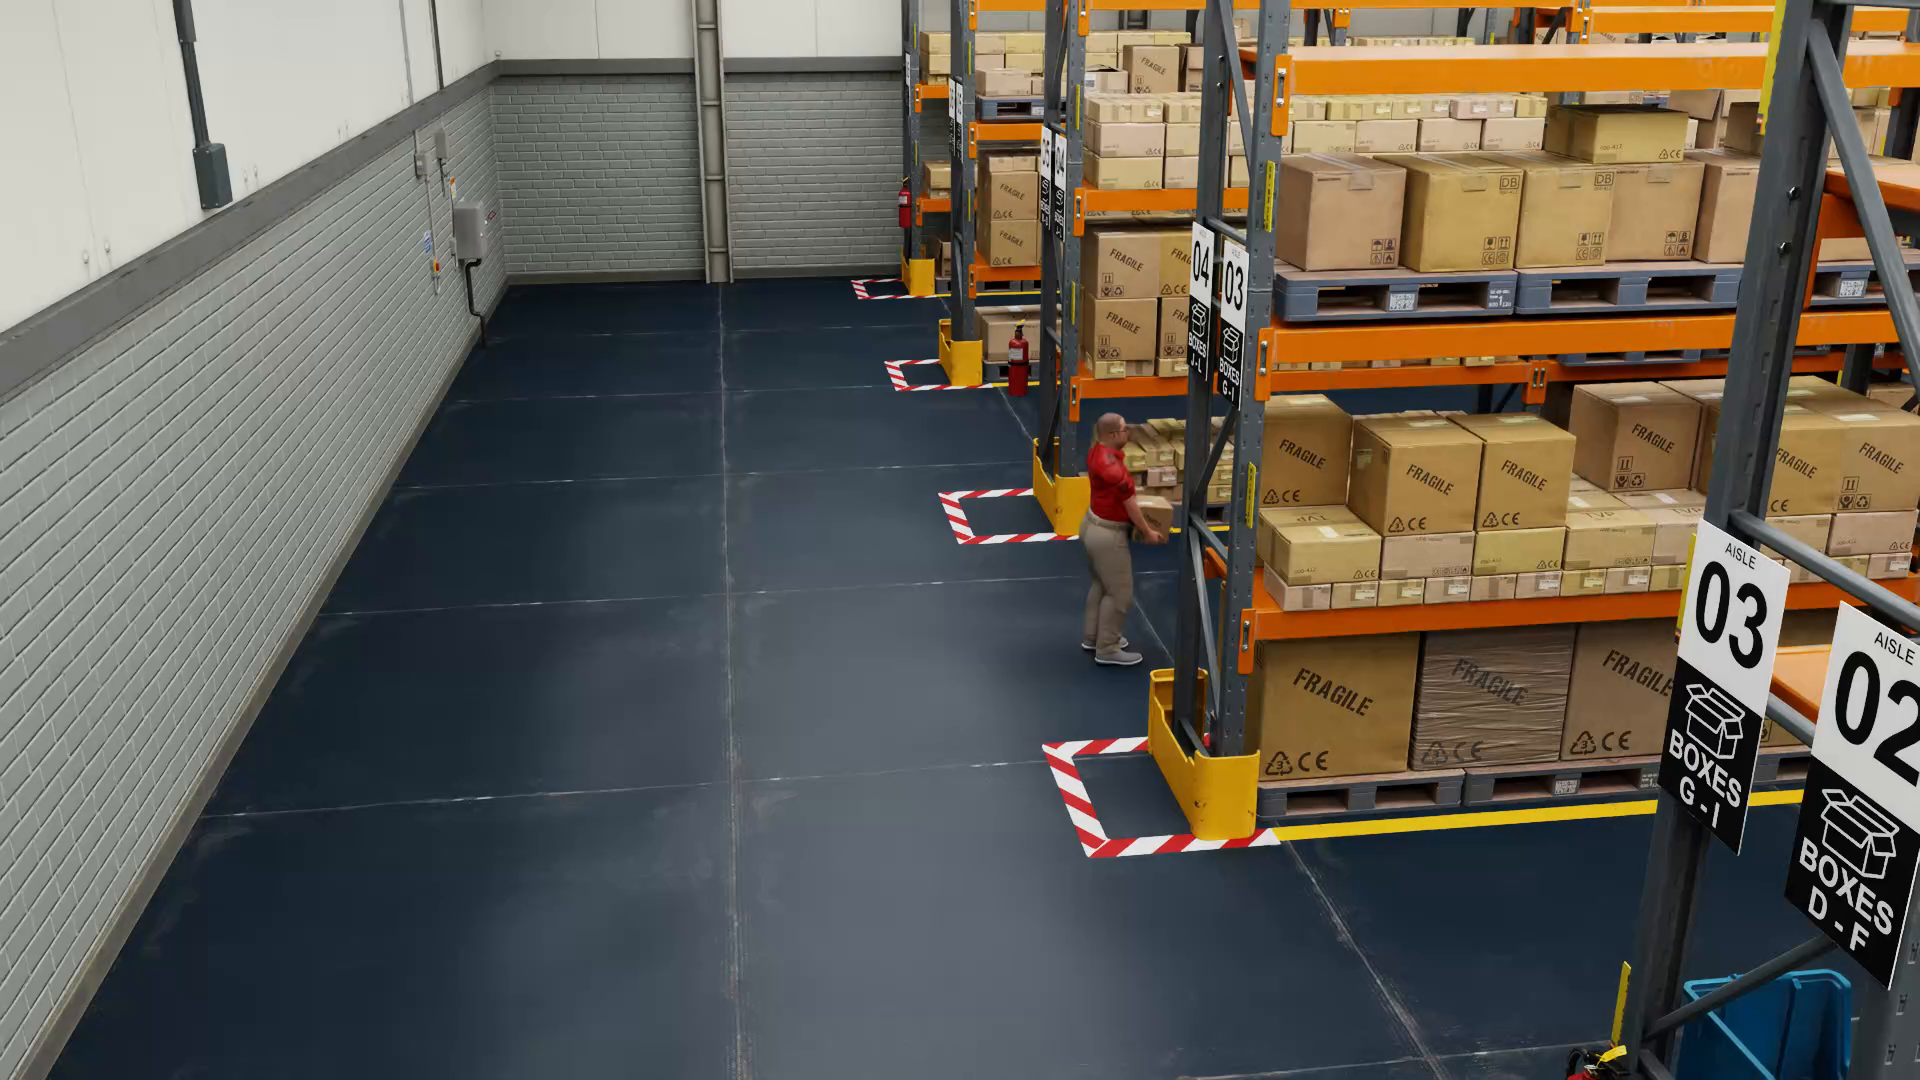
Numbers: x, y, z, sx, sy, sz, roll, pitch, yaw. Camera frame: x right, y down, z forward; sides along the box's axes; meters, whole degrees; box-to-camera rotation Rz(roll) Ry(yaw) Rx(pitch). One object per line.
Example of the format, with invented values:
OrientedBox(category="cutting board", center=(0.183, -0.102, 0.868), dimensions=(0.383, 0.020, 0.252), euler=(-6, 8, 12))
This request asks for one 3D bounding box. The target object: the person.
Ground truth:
OrientedBox(category="person", center=(1.074, -0.021, 11.171), dimensions=(0.541, 1.726, 0.490), euler=(-3, 20, -8))
